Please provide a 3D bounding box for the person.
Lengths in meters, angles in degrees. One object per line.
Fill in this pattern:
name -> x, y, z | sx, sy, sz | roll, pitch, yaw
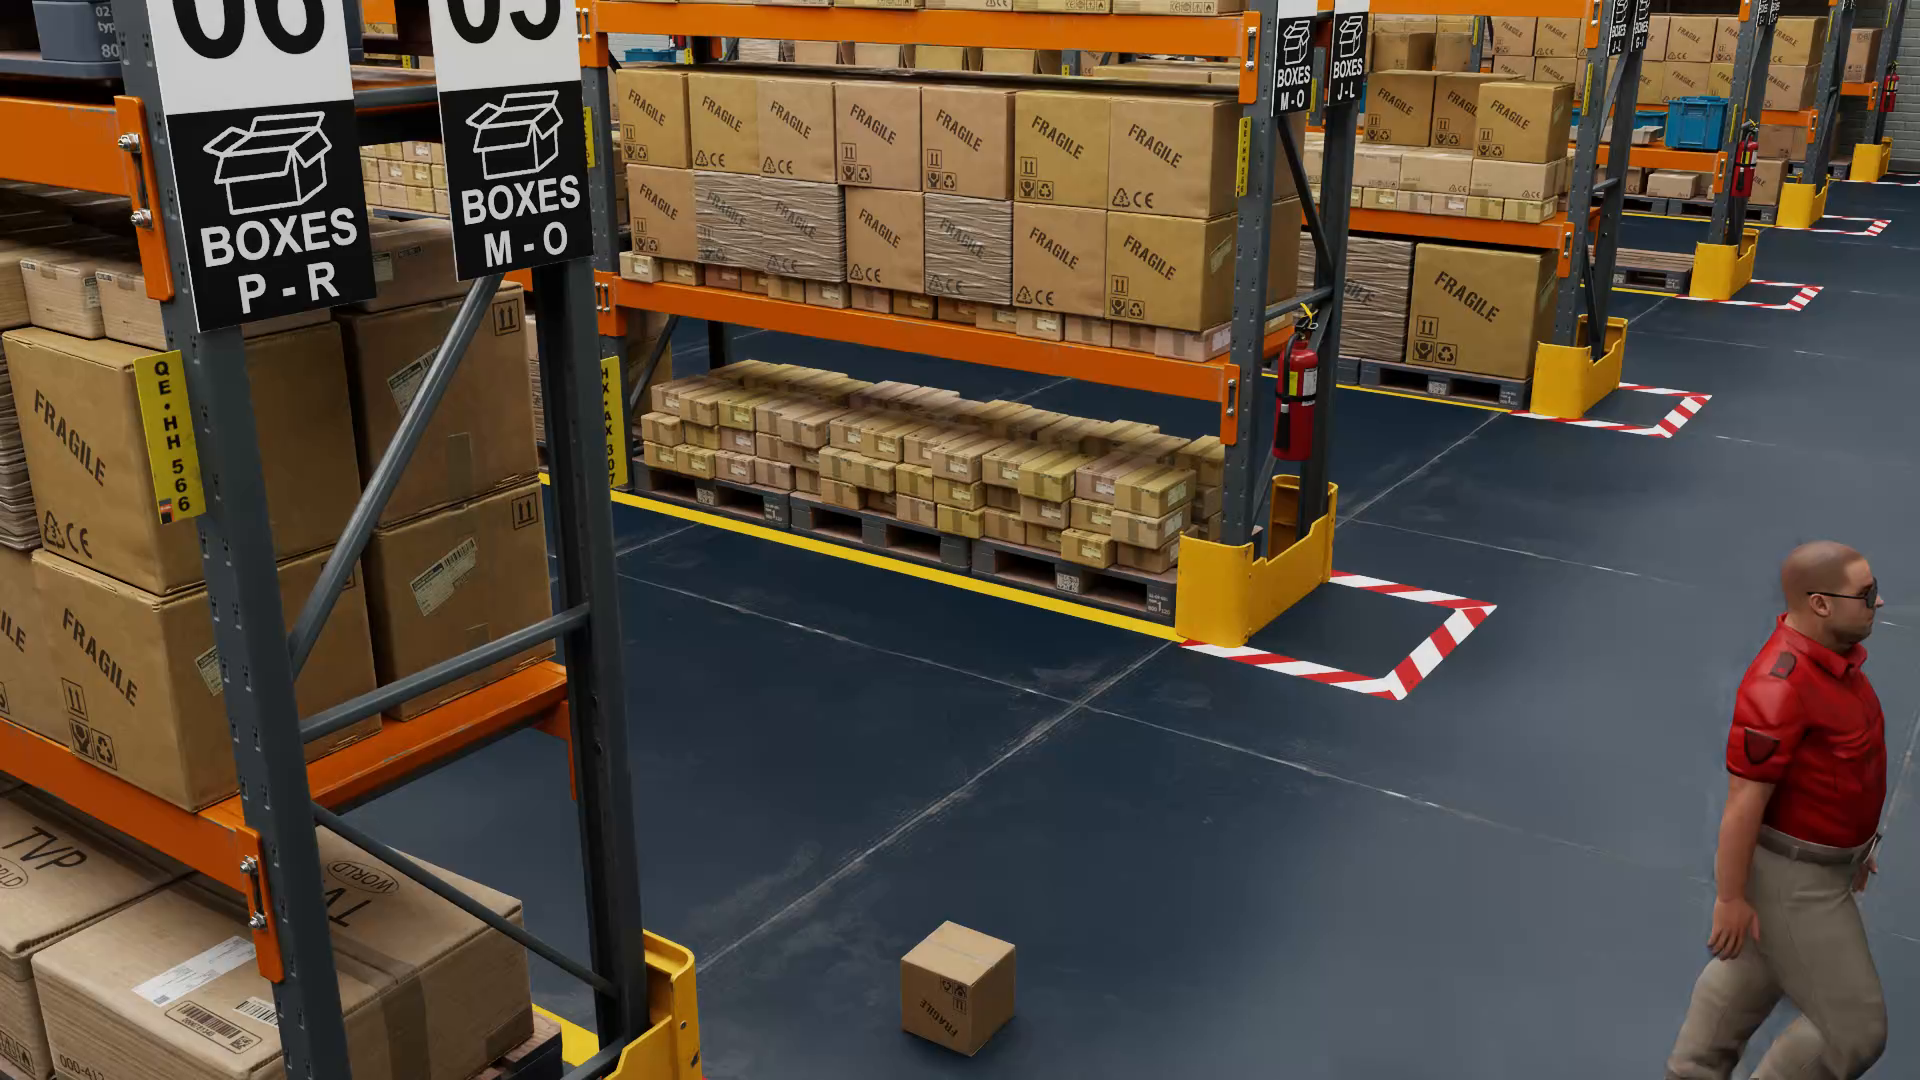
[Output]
person -> 2.131, 0.863, 4.209 | 0.512, 1.786, 0.586 | 13, 23, 32
